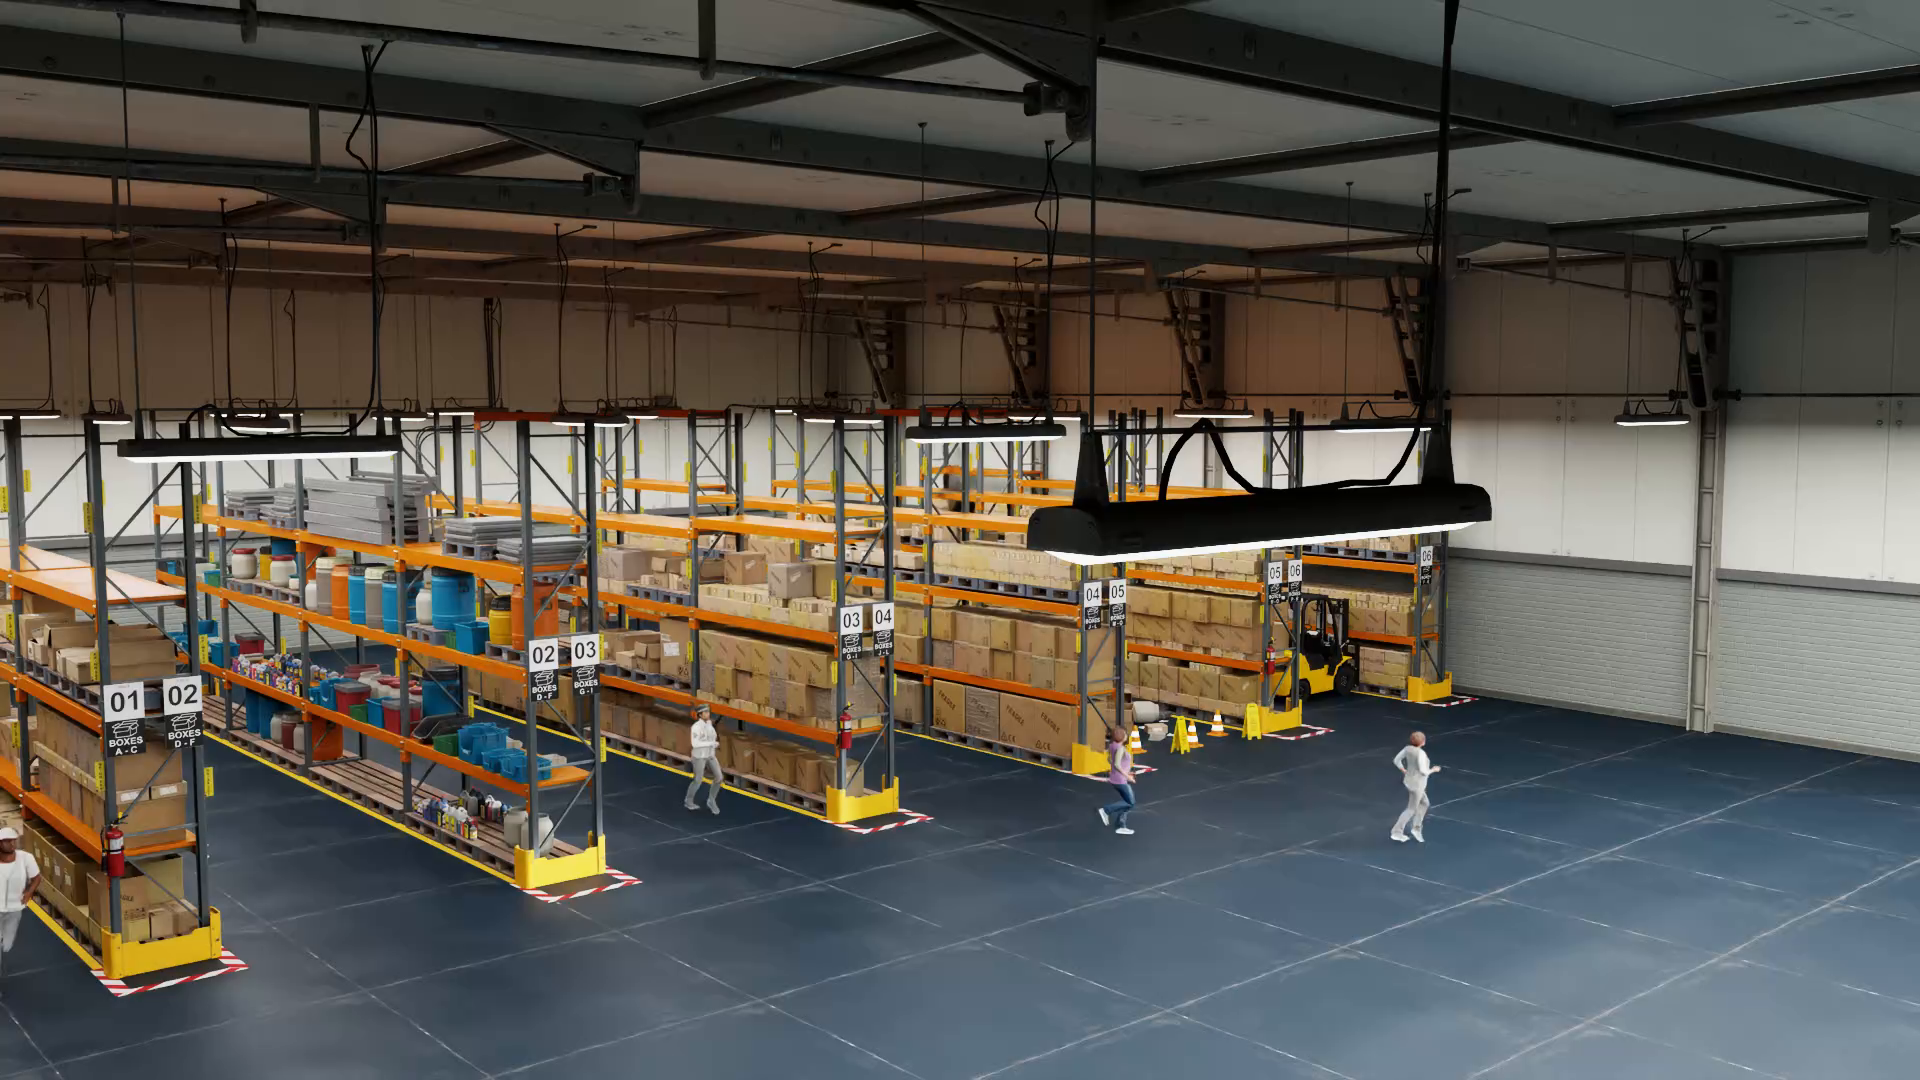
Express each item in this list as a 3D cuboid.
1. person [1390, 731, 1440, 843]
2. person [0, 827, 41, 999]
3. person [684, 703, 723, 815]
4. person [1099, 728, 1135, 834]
[{"bbox_3d":[6.393,3.495,23.360,0.702,1.620,0.512,-1,5,-9],"label":"person"},{"bbox_3d":[-10.206,3.931,17.739,0.739,1.765,0.805,-4,7,-41],"label":"person"},{"bbox_3d":[-3.845,3.295,25.065,0.753,1.726,0.561,4,6,35],"label":"person"},{"bbox_3d":[2.243,3.475,23.882,0.549,1.539,0.537,-1,5,-9],"label":"person"}]
